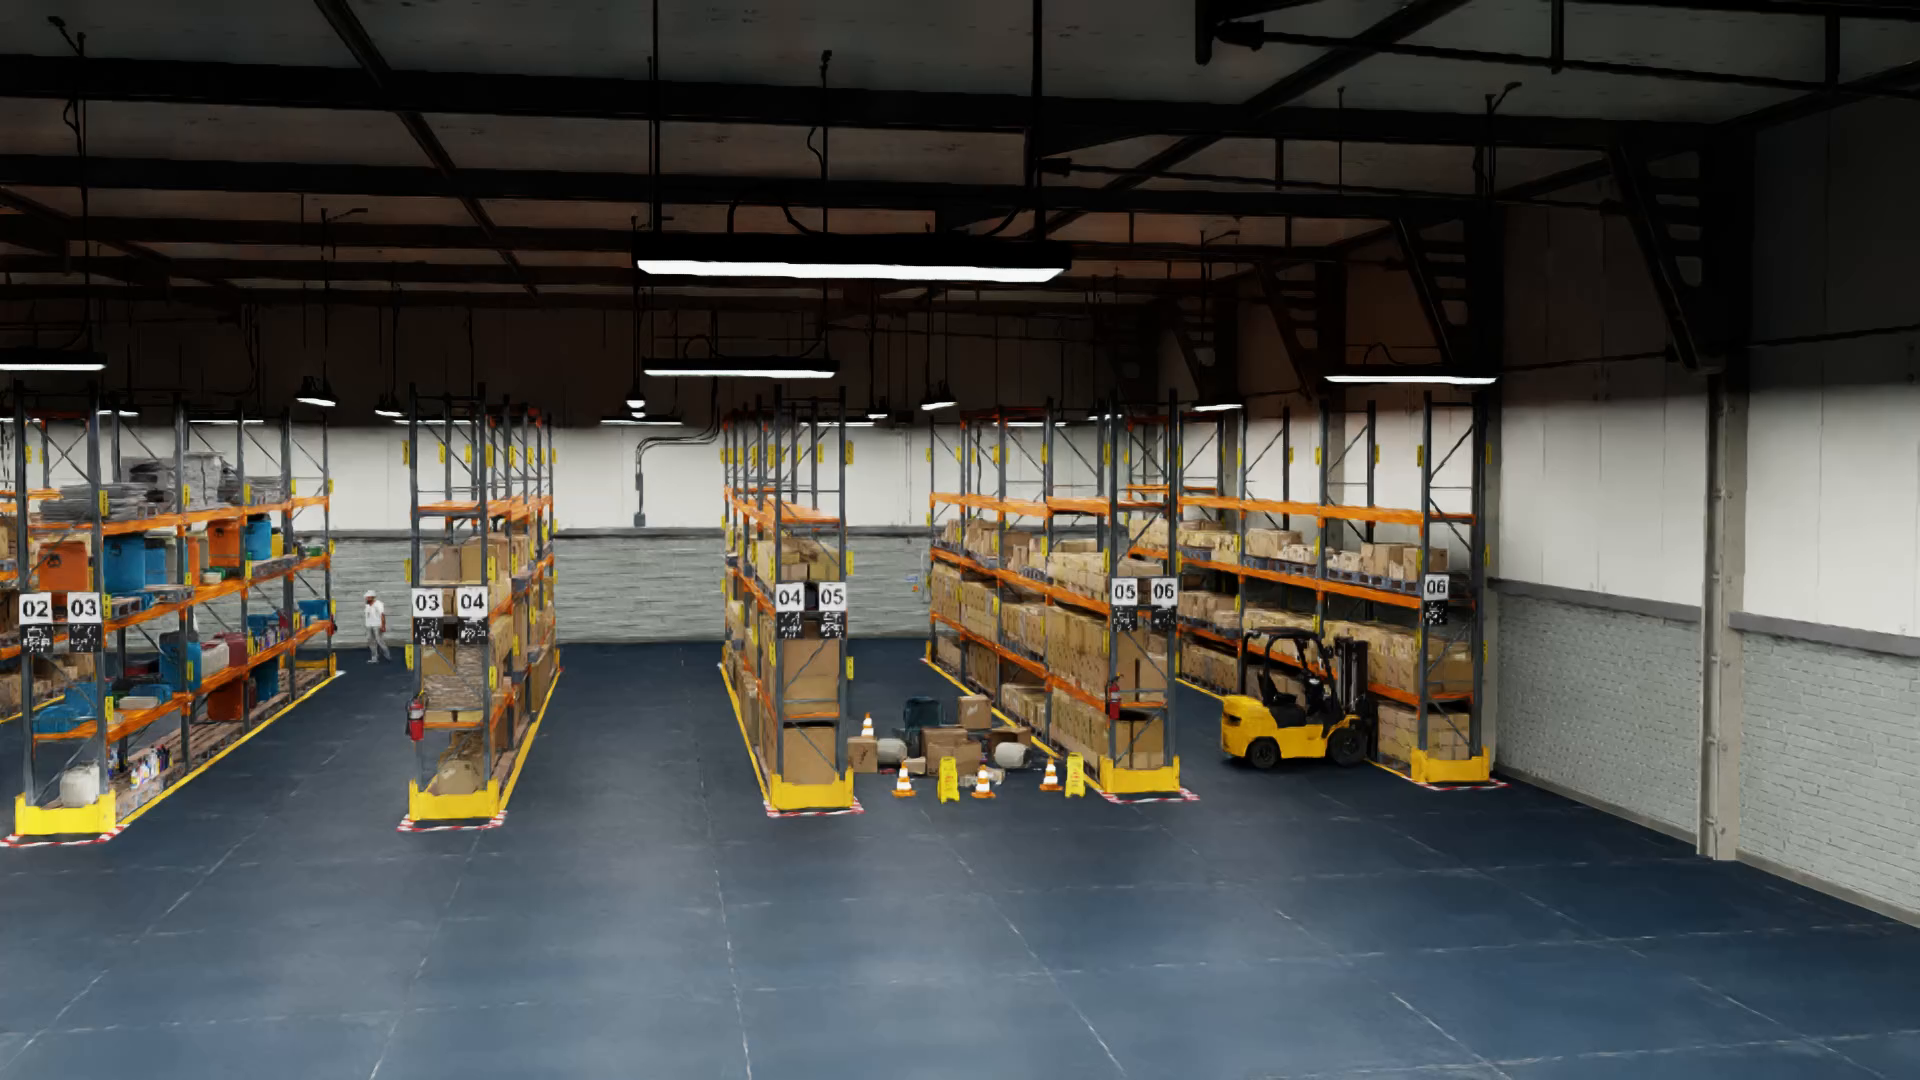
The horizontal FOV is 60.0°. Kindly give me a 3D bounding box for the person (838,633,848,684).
[{"bbox_3d":[-2.682,2.299,36.565,0.564,1.666,0.561,1,3,20],"label":"person"}]

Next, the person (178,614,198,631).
[{"bbox_3d":[-18.317,2.179,39.501,0.576,1.710,0.507,3,4,42],"label":"person"}]

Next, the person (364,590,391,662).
[{"bbox_3d":[-14.165,2.085,40.386,0.608,1.754,0.580,1,3,25],"label":"person"}]
